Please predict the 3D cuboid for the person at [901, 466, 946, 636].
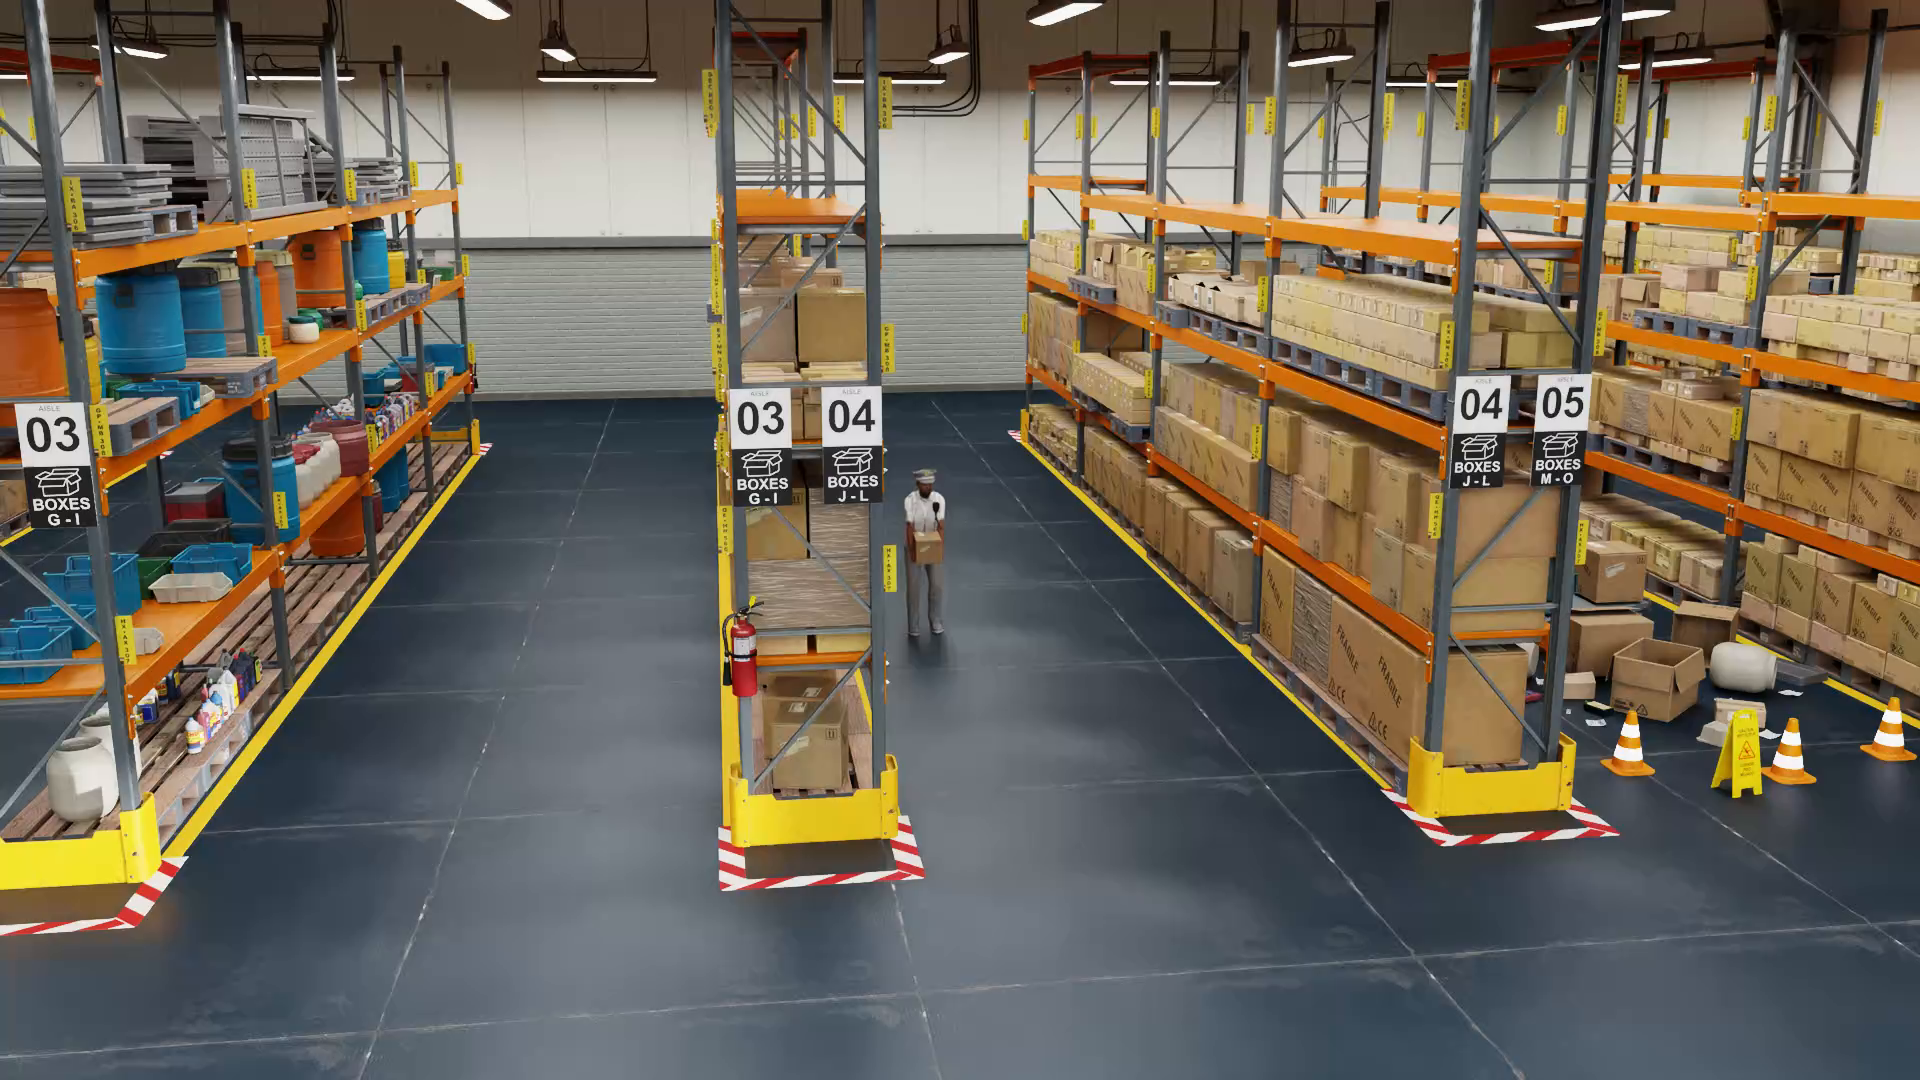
[{"bbox_3d":[-0.359,0.102,16.505,0.444,1.689,0.527,-2,13,-7],"label":"person"}]
